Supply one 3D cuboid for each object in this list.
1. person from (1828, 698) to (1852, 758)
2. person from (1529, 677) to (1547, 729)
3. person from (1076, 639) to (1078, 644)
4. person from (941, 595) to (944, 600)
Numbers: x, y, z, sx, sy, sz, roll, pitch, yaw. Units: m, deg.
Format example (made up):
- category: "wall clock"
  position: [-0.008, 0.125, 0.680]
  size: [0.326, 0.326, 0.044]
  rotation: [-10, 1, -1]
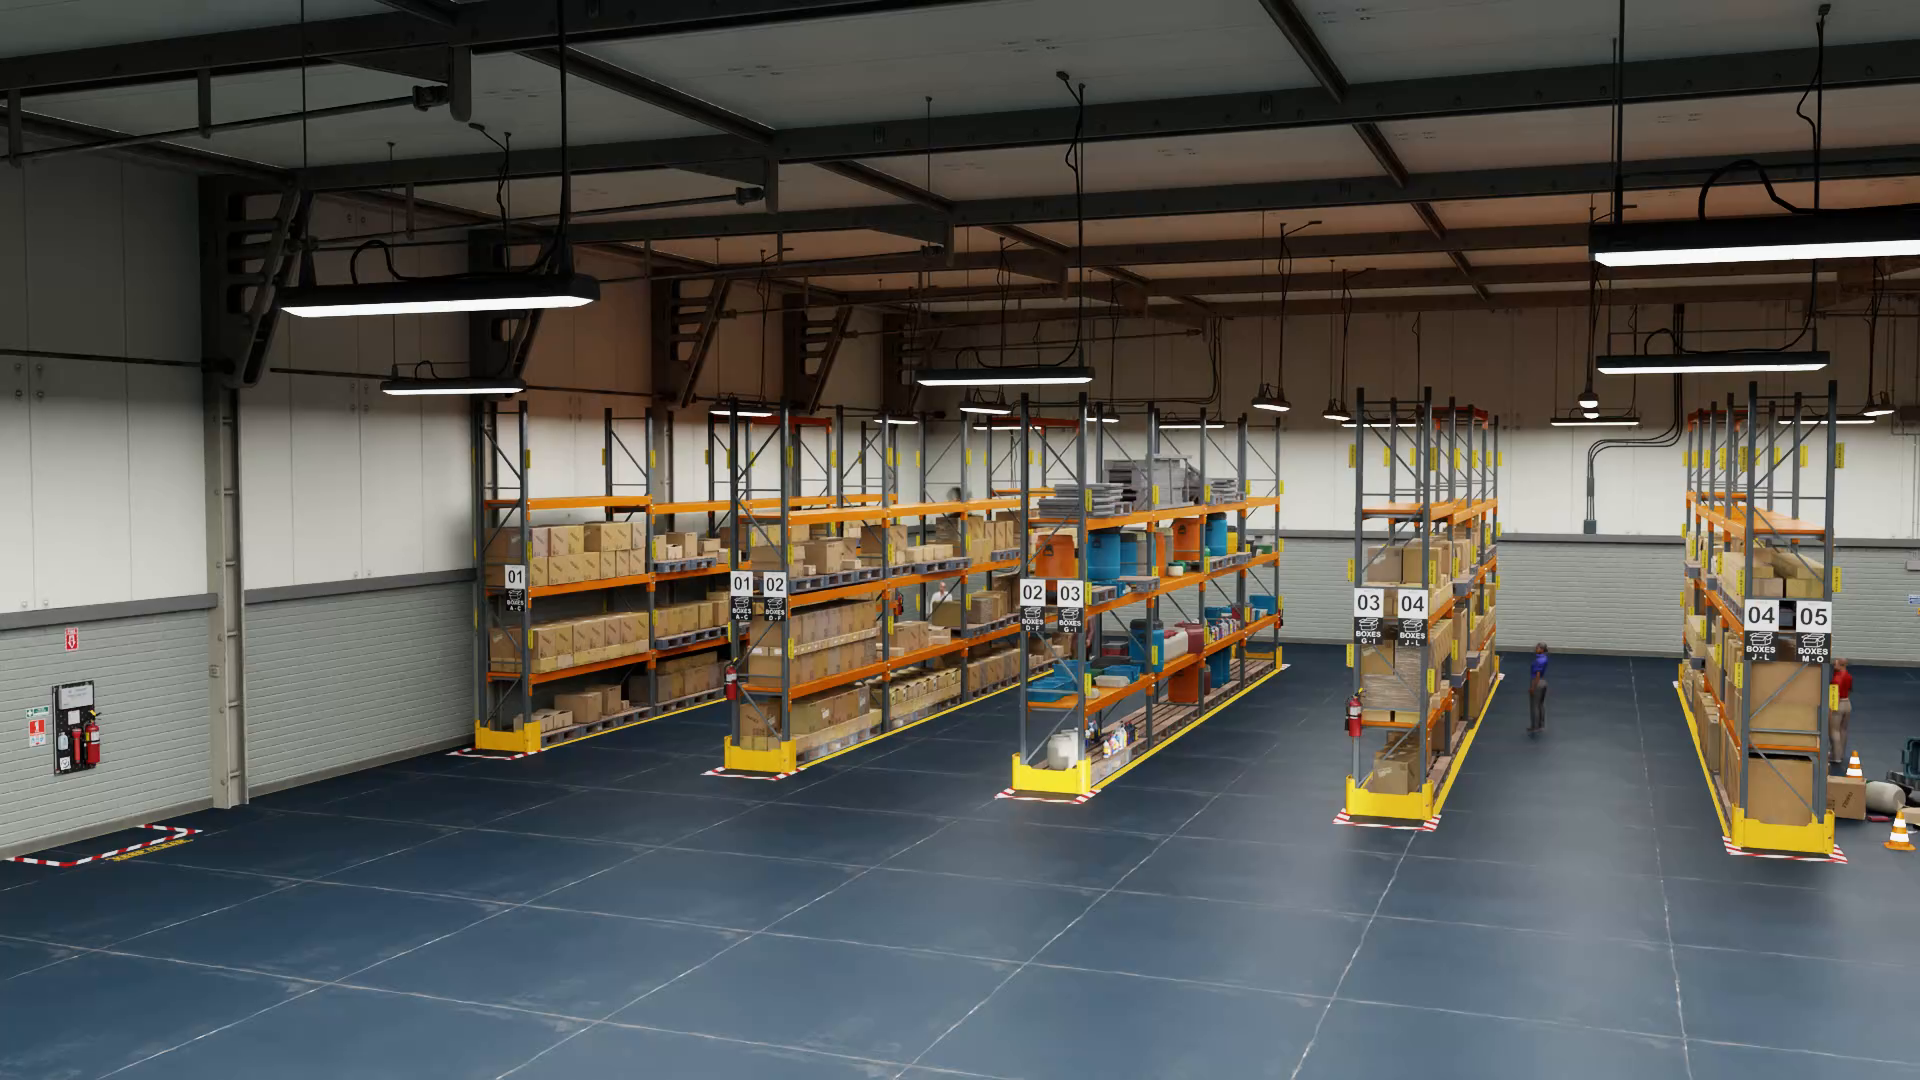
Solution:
- category: "person"
  position: [18.391, 2.789, 29.155]
  size: [8.701, 1.477, 1.379]
  rotation: [-2, 3, -29]
- category: "person"
  position: [10.610, 2.975, 30.511]
  size: [0.273, 0.952, 0.438]
  rotation: [2, 4, 38]
- category: "person"
  position: [2.767, 2.031, 37.478]
  size: [0.524, 0.632, 0.351]
  rotation: [1, 3, 13]
- category: "person"
  position: [-0.458, 1.519, 43.700]
  size: [0.081, 0.135, 0.102]
  rotation: [0, 3, 7]
